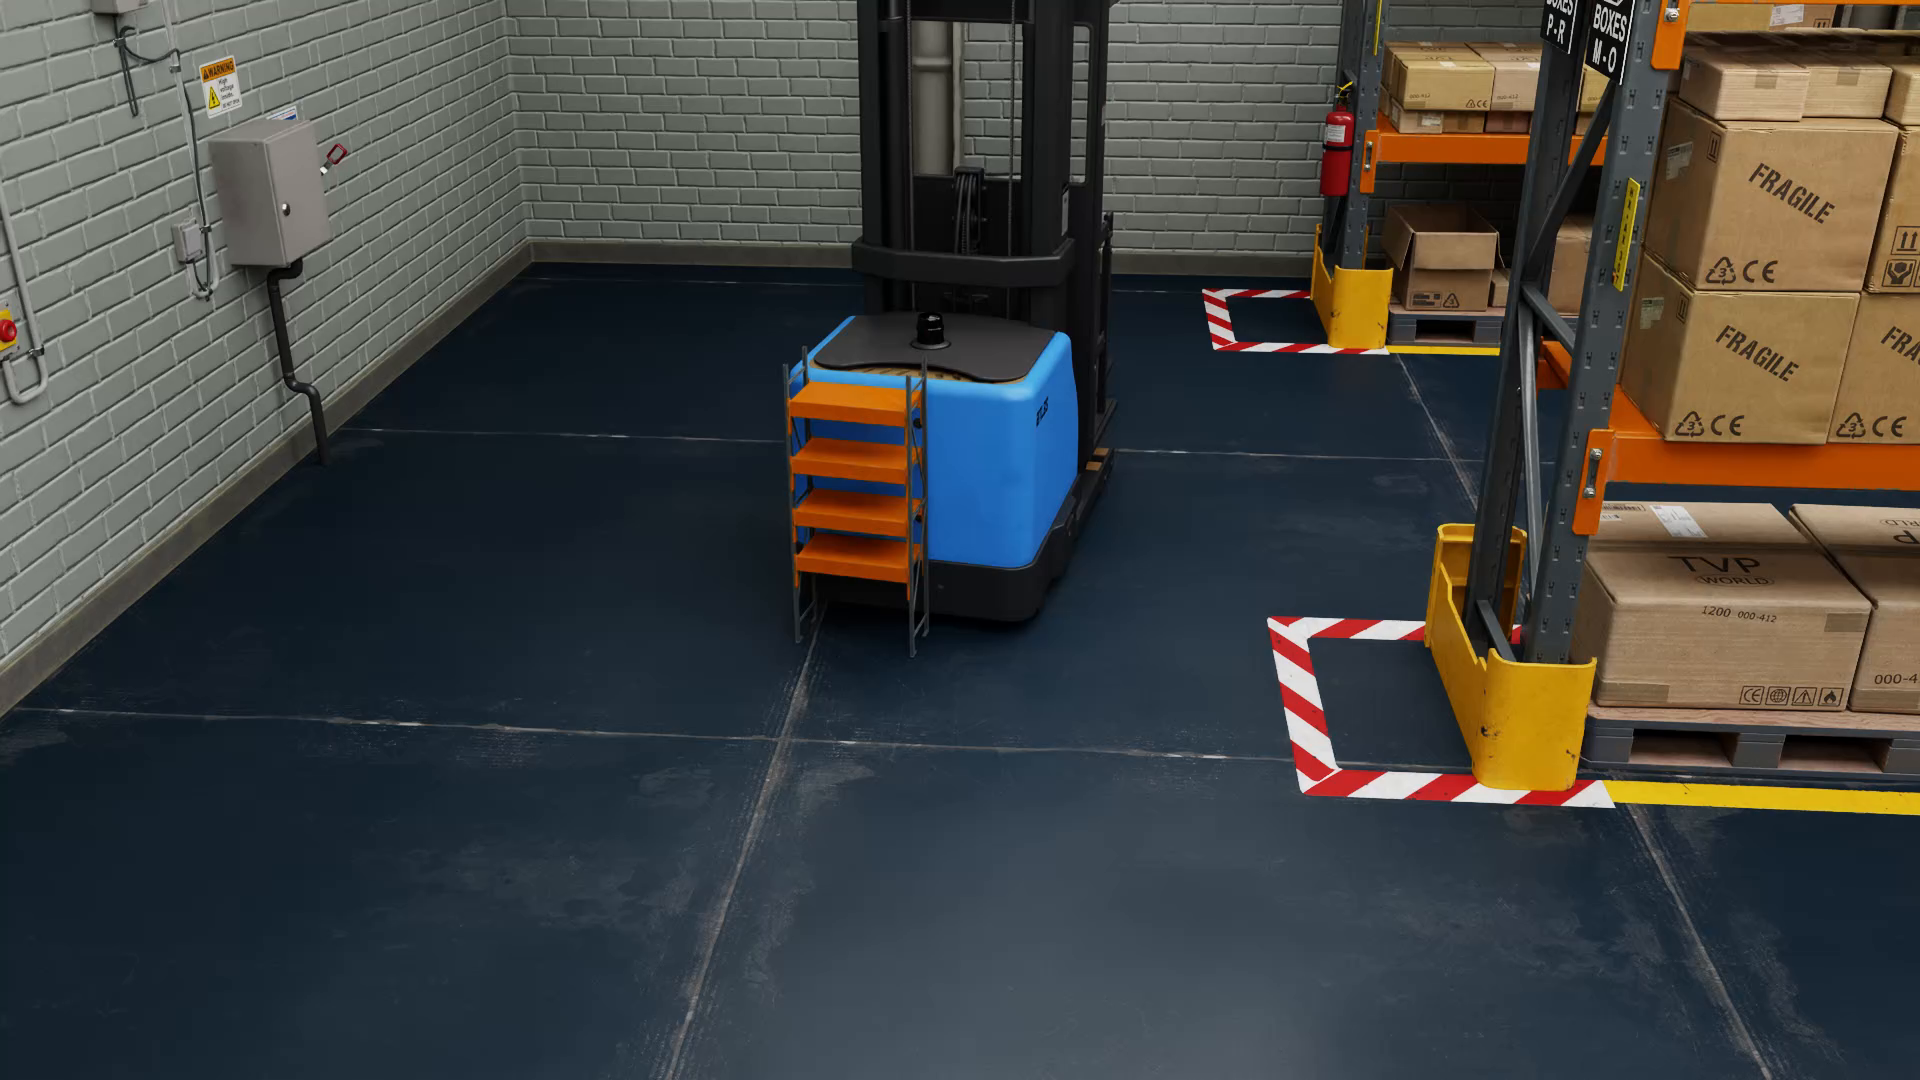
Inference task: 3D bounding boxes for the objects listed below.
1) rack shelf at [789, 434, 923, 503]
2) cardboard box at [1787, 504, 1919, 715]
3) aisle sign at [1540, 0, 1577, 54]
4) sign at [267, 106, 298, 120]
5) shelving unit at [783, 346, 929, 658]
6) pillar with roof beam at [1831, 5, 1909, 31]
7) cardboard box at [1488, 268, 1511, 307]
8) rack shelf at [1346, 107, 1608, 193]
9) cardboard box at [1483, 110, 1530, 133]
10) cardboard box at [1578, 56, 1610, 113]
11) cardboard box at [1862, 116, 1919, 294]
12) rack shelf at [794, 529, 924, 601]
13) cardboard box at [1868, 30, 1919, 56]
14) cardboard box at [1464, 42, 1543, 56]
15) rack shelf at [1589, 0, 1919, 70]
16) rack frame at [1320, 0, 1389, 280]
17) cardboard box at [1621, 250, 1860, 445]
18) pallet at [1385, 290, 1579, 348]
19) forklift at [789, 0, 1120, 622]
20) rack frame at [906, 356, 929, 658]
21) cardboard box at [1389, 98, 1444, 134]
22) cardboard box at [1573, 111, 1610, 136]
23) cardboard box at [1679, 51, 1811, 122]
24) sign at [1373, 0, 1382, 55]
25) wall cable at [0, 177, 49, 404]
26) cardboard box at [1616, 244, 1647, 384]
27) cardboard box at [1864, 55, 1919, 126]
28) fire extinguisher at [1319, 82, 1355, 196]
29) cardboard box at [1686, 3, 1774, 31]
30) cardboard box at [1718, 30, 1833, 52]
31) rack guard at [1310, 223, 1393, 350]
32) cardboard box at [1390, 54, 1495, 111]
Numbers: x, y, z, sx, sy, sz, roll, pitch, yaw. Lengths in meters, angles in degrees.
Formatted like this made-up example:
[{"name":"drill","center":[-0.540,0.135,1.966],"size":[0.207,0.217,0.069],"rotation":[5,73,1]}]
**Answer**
[{"name":"rack shelf","center":[-0.402,-0.285,6.560],"size":[0.480,0.148,0.258],"rotation":[6,25,13]},{"name":"cardboard box","center":[3.644,0.252,6.176],"size":[0.875,0.438,0.875],"rotation":[2,25,5]},{"name":"aisle sign","center":[2.017,-2.038,5.482],"size":[0.004,0.787,0.394],"rotation":[2,25,4]},{"name":"sign","center":[-3.421,-1.937,8.484],"size":[0.001,0.494,0.329],"rotation":[2,25,4]},{"name":"shelving unit","center":[-0.402,-0.143,6.625],"size":[0.503,1.200,0.258],"rotation":[6,25,13]},{"name":"pillar with roof beam","center":[5.475,-3.996,5.669],"size":[0.400,9.000,9.100],"rotation":[2,25,4]},{"name":"cardboard box","center":[3.465,-1.602,10.550],"size":[0.250,0.149,0.380],"rotation":[1,25,2]},{"name":"rack shelf","center":[4.435,-2.404,10.247],"size":[4.000,0.370,1.077],"rotation":[2,25,4]},{"name":"cardboard box","center":[3.270,-2.573,10.054],"size":[0.250,0.149,0.380],"rotation":[2,25,3]},{"name":"cardboard box","center":[3.881,-2.704,9.862],"size":[0.500,0.250,0.500],"rotation":[1,25,3]},{"name":"cardboard box","center":[3.038,-1.078,5.188],"size":[0.500,0.500,0.500],"rotation":[1,25,3]},{"name":"rack shelf","center":[-0.402,0.099,6.736],"size":[0.480,0.148,0.258],"rotation":[6,25,13]},{"name":"cardboard box","center":[3.205,-1.596,5.538],"size":[0.250,0.149,0.380],"rotation":[2,25,5]},{"name":"cardboard box","center":[3.434,-2.941,10.376],"size":[0.500,0.250,0.500],"rotation":[2,25,4]},{"name":"rack shelf","center":[4.059,-1.698,5.123],"size":[4.000,0.370,1.077],"rotation":[2,25,4]},{"name":"rack frame","center":[2.441,-2.795,10.235],"size":[0.127,3.000,1.000],"rotation":[2,25,4]},{"name":"cardboard box","center":[2.522,-0.636,5.425],"size":[0.500,0.500,0.500],"rotation":[2,25,4]},{"name":"pallet","center":[3.312,-1.500,10.758],"size":[1.213,0.211,1.003],"rotation":[2,25,4]},{"name":"forklift","center":[0.159,-1.587,7.692],"size":[1.130,2.935,3.031],"rotation":[6,25,13]},{"name":"rack frame","center":[-0.166,-0.117,6.569],"size":[0.015,1.200,0.240],"rotation":[6,25,13]},{"name":"cardboard box","center":[2.748,-2.556,10.017],"size":[0.250,0.149,0.380],"rotation":[2,25,4]},{"name":"cardboard box","center":[3.782,-2.533,9.968],"size":[0.250,0.149,0.380],"rotation":[2,25,5]},{"name":"cardboard box","center":[2.398,-1.393,5.098],"size":[0.250,0.149,0.380],"rotation":[2,25,5]},{"name":"sign","center":[2.400,-2.962,9.563],"size":[0.005,0.325,0.100],"rotation":[2,25,4]},{"name":"wall cable","center":[-3.559,-1.372,5.891],"size":[0.123,1.953,0.585],"rotation":[2,25,4]},{"name":"cardboard box","center":[2.566,-0.866,5.924],"size":[0.500,0.500,0.500],"rotation":[2,25,4]},{"name":"cardboard box","center":[2.915,-1.359,5.022],"size":[0.250,0.149,0.380],"rotation":[3,25,6]},{"name":"fire extinguisher","center":[2.259,-2.402,9.921],"size":[0.183,0.674,0.296],"rotation":[2,25,4]},{"name":"cardboard box","center":[4.369,-3.028,9.668],"size":[0.500,0.500,0.500],"rotation":[2,25,5]},{"name":"cardboard box","center":[2.693,-1.594,5.534],"size":[0.250,0.149,0.380],"rotation":[2,25,5]},{"name":"rack guard","center":[2.517,-1.657,10.753],"size":[0.348,0.500,1.175],"rotation":[2,25,4]},{"name":"cardboard box","center":[2.873,-2.735,9.929],"size":[0.500,0.250,0.500],"rotation":[2,25,4]}]
